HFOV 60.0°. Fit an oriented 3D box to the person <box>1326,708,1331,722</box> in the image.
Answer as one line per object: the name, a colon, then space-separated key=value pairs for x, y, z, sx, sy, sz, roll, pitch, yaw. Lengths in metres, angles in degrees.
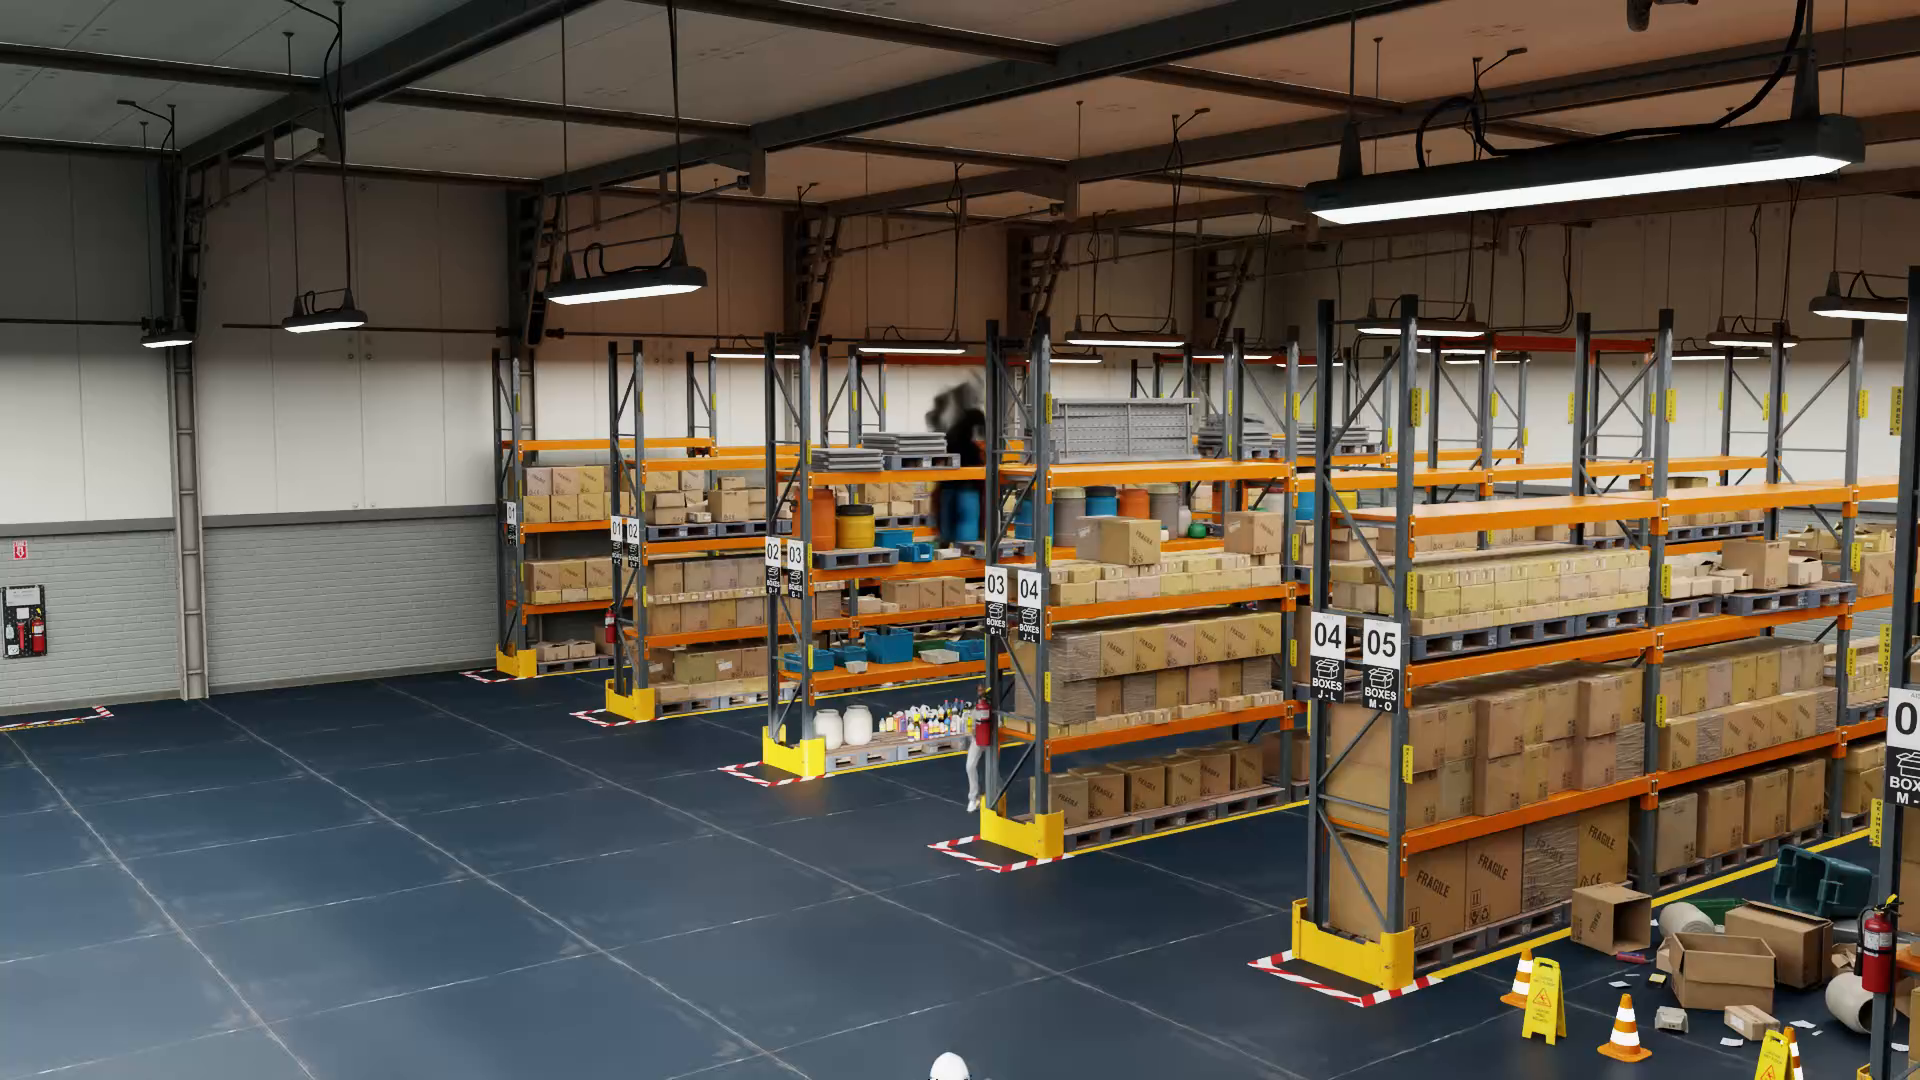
person: x=5.558 y=2.134 z=24.636 sx=0.622 sy=1.732 sz=0.659 roll=-4 pitch=6 yaw=-39

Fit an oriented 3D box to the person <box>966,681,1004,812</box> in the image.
person: x=0.314 y=2.566 z=20.675 sx=0.516 sy=1.649 sz=0.716 roll=4 pitch=6 yaw=35

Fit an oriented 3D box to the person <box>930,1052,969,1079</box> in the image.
person: x=-0.031 y=3.502 z=8.798 sx=0.606 sy=1.716 sz=0.828 roll=1 pitch=5 yaw=8
